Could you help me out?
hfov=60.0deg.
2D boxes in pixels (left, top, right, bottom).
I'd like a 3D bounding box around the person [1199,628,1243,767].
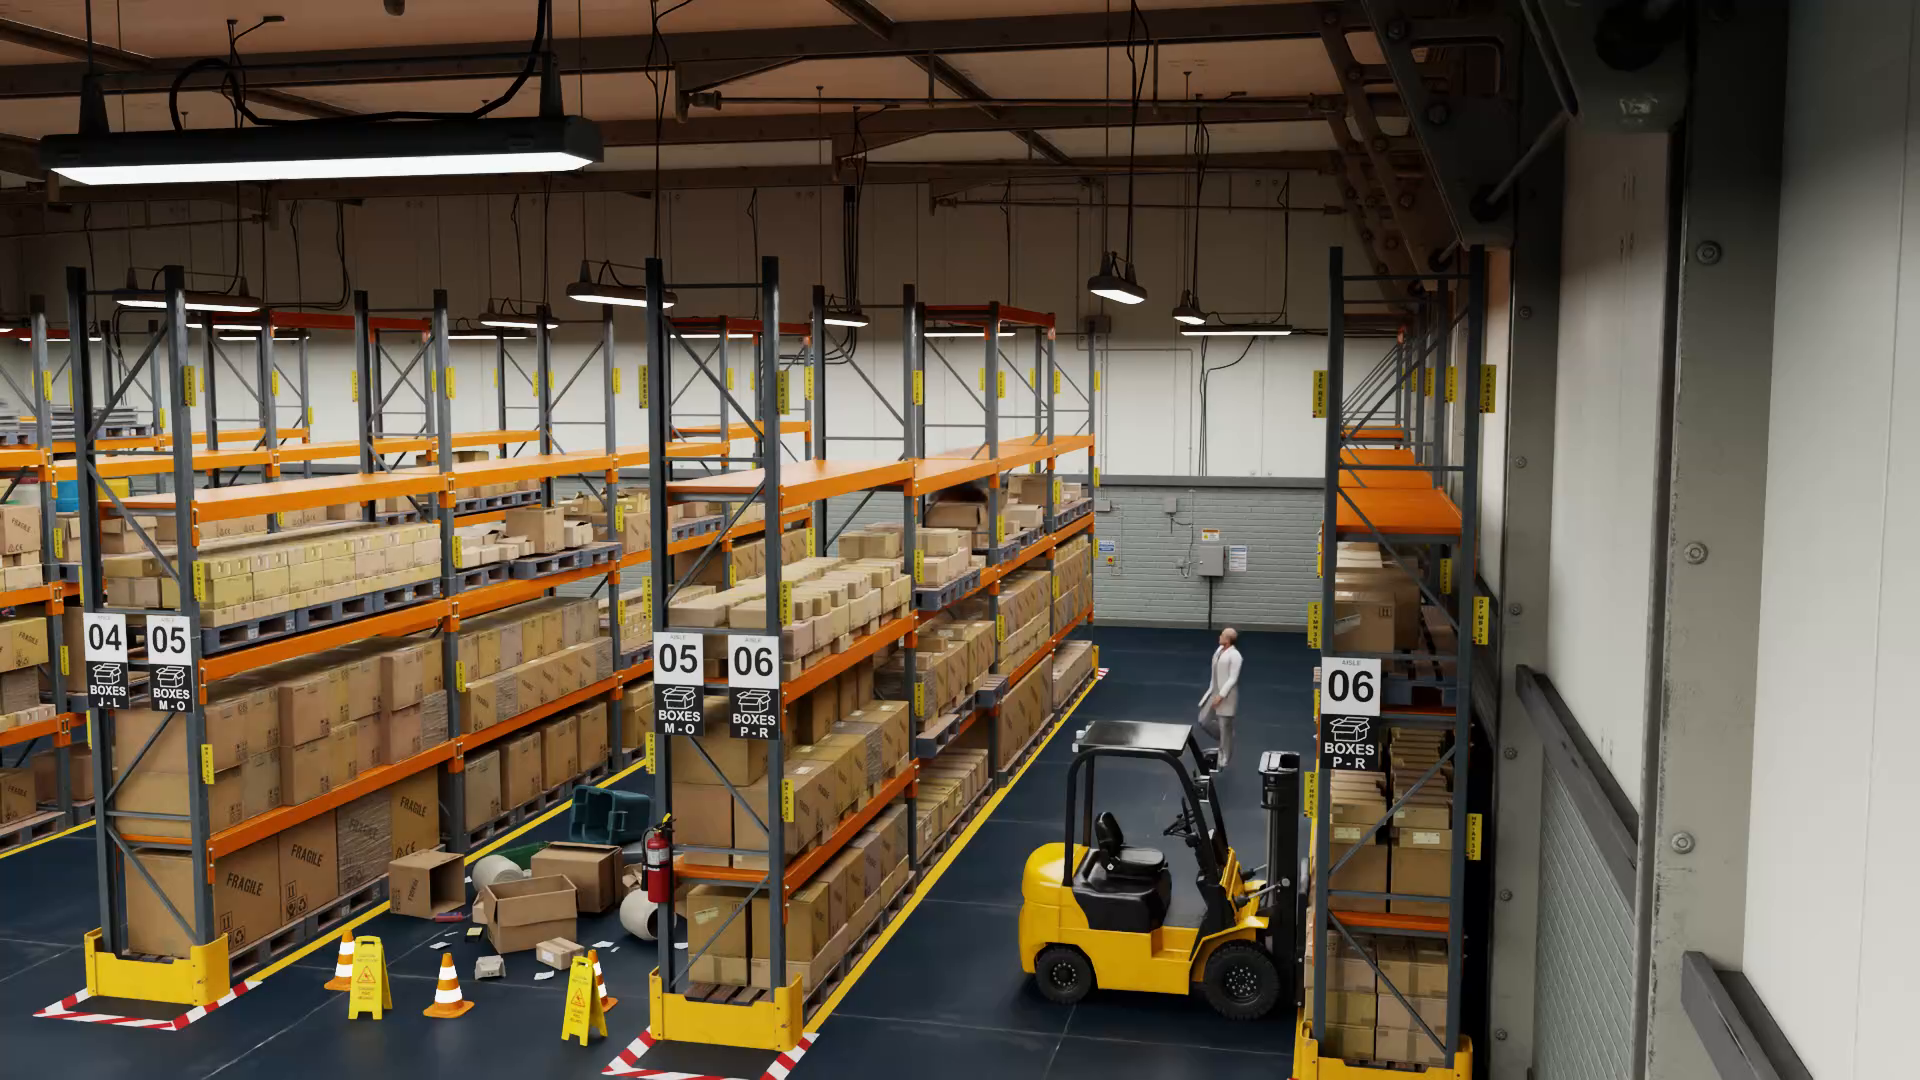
[{"bbox_3d":[3.356,2.005,21.317,0.572,1.771,0.613,-4,7,-37],"label":"person"}]
